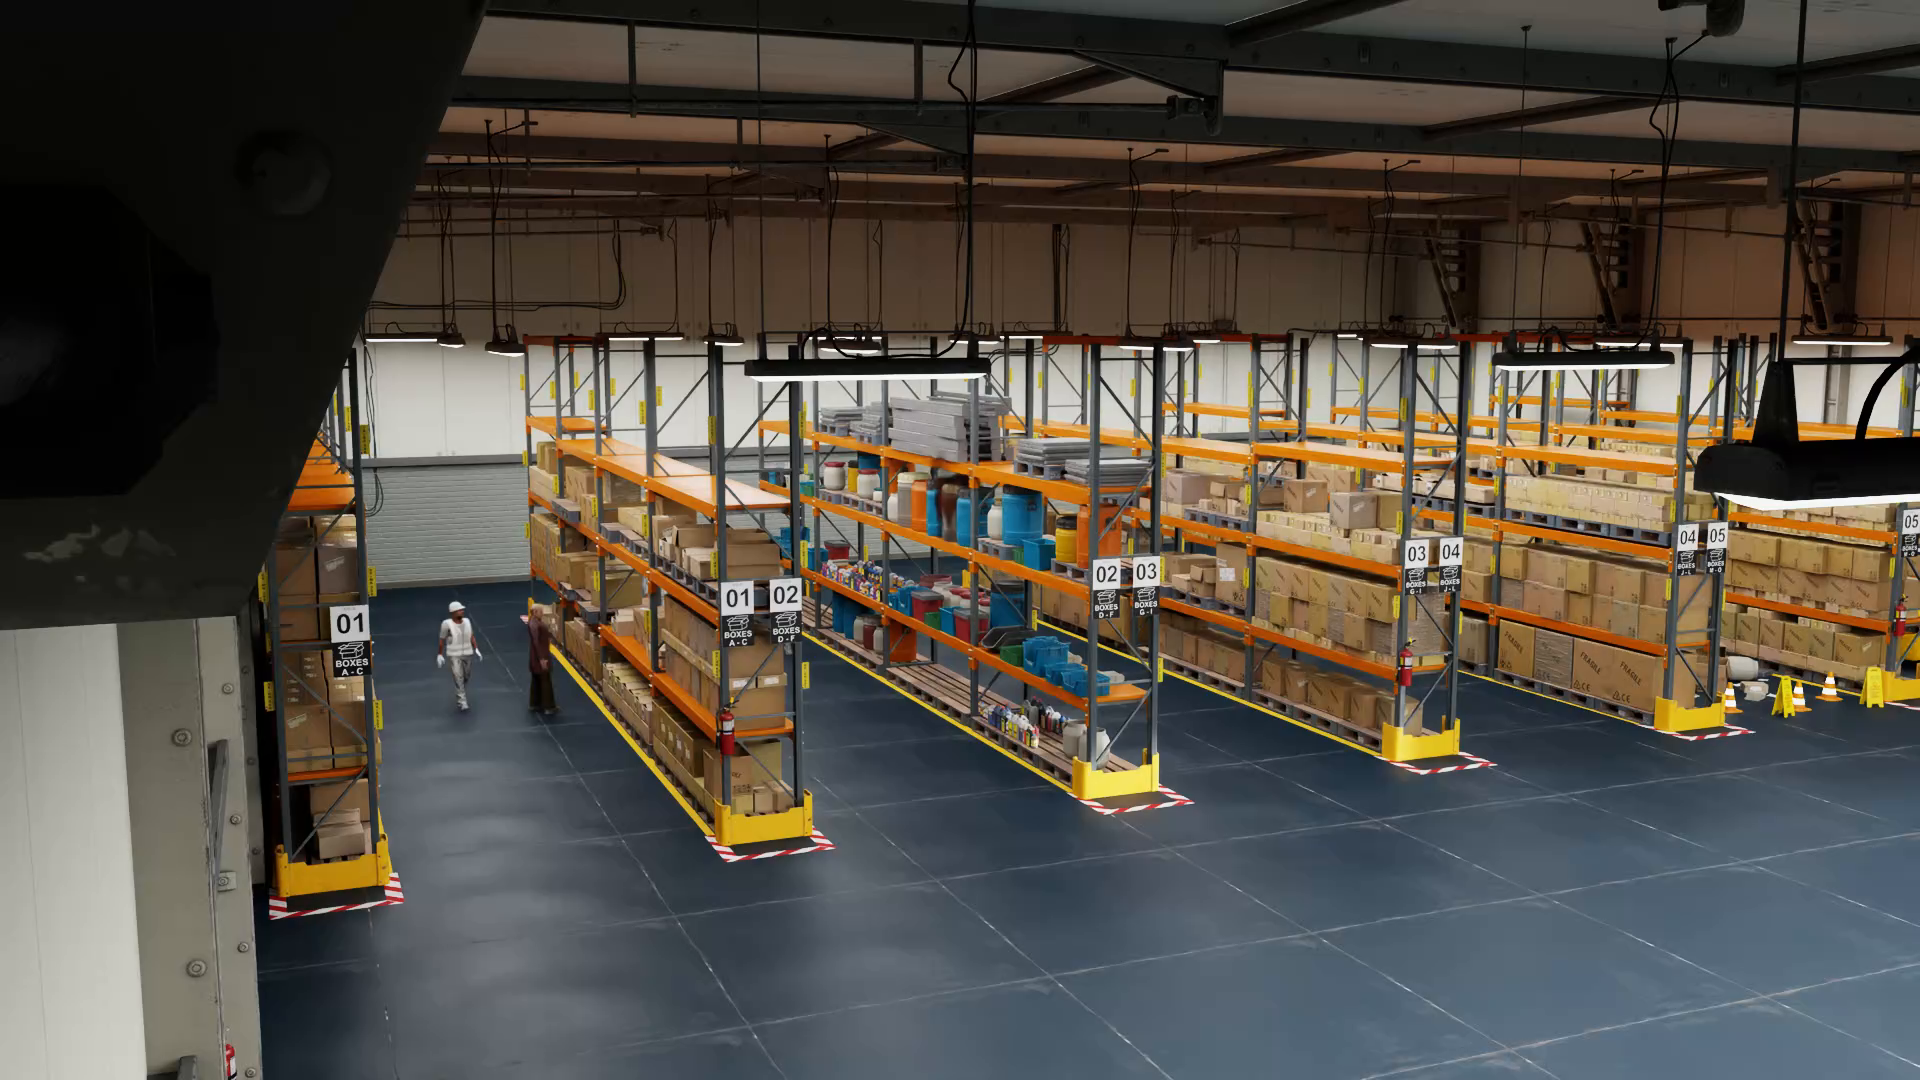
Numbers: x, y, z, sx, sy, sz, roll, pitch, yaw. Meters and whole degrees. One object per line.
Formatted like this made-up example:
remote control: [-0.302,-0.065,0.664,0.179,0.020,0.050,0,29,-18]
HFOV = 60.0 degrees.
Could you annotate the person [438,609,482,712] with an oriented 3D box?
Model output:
person: [-8.151,1.905,27.087,0.709,1.718,0.945,-5,9,-34]

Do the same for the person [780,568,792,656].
person: [-3.389,1.339,31.505,0.520,1.648,0.888,-2,8,-16]

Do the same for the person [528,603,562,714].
person: [-6.683,1.894,26.723,0.496,1.773,0.653,-3,8,-23]

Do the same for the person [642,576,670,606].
person: [-6.002,1.117,32.918,0.564,1.740,0.952,-2,8,-18]
